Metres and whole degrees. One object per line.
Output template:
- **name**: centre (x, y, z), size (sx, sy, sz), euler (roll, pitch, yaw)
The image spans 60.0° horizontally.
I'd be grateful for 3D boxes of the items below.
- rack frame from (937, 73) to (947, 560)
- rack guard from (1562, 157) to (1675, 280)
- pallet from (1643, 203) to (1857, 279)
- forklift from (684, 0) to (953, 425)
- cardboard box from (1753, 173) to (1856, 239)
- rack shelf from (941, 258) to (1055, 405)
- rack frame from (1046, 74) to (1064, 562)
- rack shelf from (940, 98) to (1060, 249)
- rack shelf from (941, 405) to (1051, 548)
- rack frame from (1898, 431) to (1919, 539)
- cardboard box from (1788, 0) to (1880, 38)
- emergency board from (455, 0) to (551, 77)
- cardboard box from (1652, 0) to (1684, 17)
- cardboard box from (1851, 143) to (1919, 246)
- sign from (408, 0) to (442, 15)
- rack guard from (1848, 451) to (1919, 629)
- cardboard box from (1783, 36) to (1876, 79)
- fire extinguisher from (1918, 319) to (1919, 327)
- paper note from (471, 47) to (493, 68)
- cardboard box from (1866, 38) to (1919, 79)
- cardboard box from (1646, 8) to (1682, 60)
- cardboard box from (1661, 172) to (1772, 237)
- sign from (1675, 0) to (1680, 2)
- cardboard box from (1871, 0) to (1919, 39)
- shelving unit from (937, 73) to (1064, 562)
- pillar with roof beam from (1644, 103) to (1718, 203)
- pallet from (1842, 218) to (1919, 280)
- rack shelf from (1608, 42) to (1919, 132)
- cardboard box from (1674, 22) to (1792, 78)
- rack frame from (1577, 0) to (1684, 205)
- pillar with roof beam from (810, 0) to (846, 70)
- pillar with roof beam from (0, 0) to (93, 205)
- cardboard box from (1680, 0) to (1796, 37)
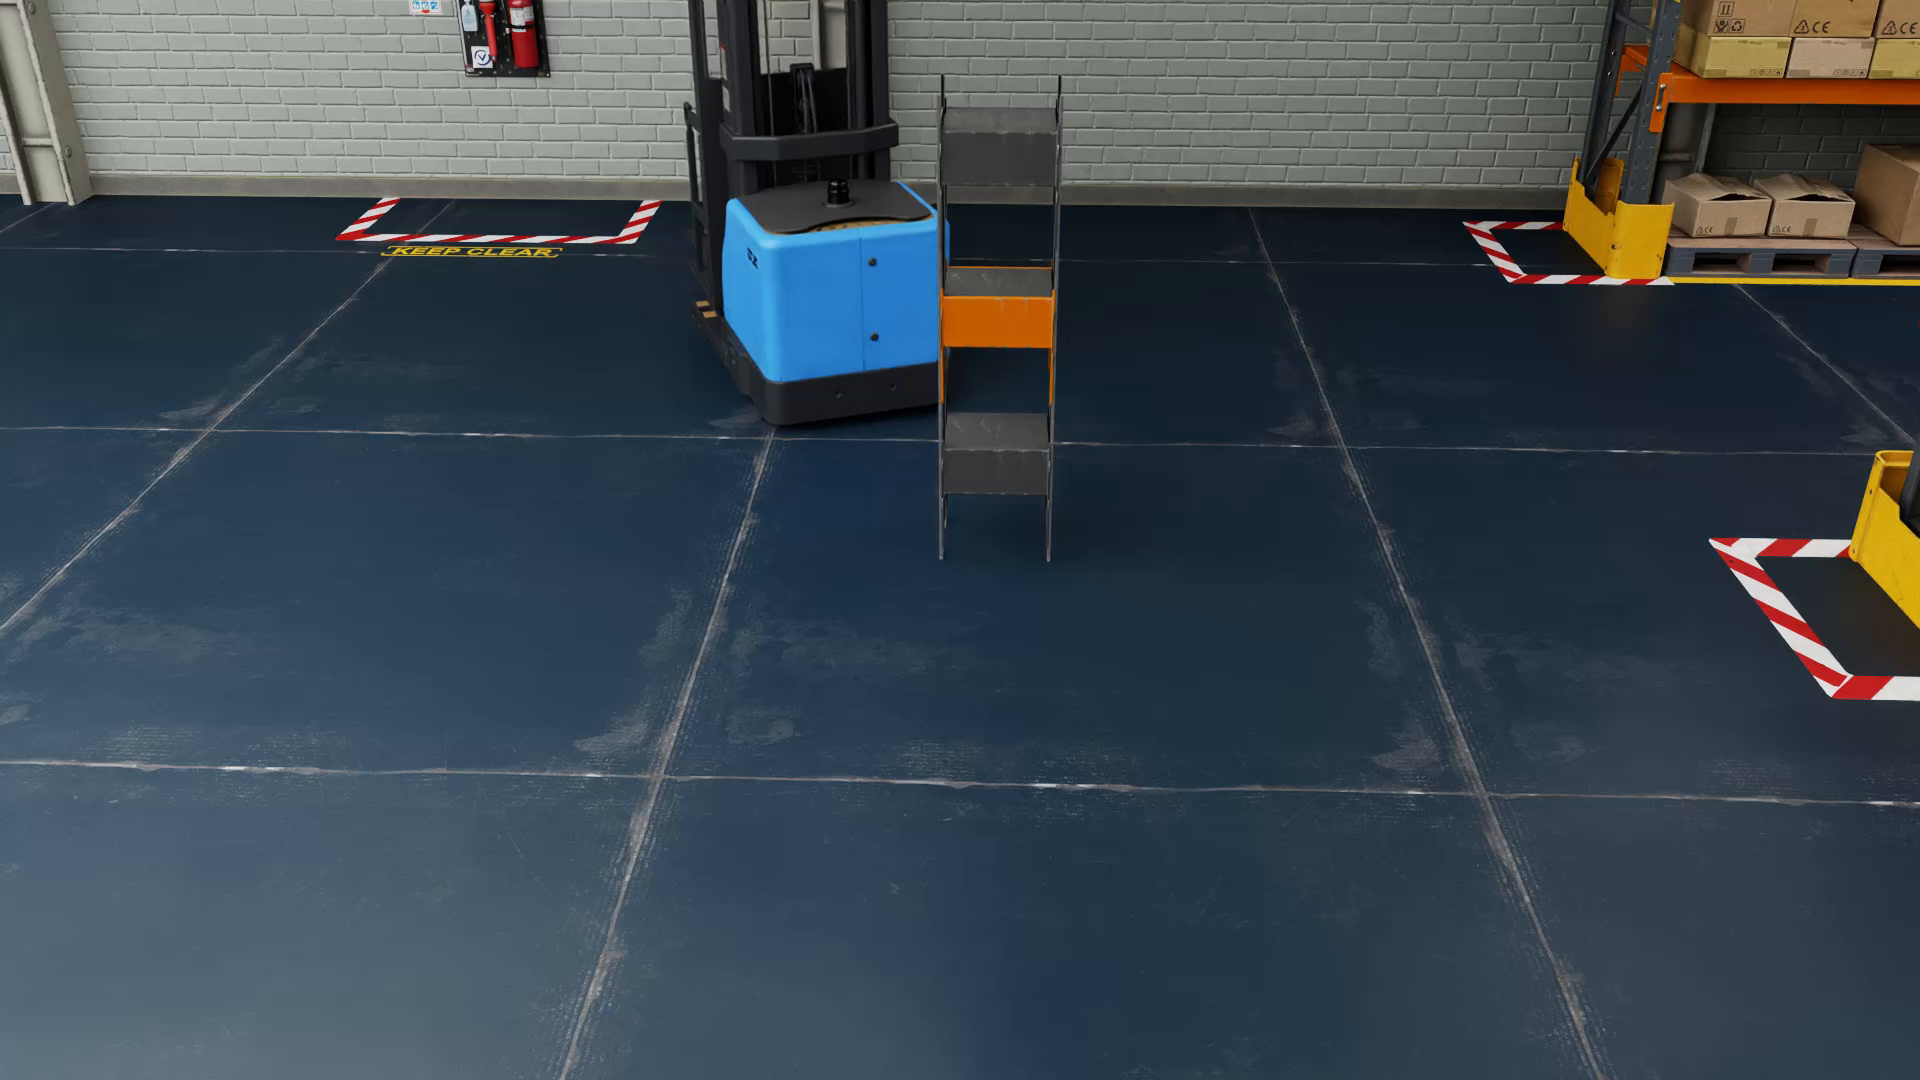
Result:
- **rack frame**: centre (-0.078, -0.929, 7.261), size (0.015, 2.100, 0.400), euler (1, 28, 2)
- **rack guard**: centre (4.496, -2.220, 11.404), size (0.348, 0.500, 1.175), euler (1, 28, 2)
- **pallet**: centre (5.307, -2.063, 11.415), size (1.213, 0.211, 1.003), euler (1, 28, 2)
- **forklift**: centre (-1.014, -2.570, 9.469), size (1.130, 2.935, 3.031), euler (-10, 29, -17)
- **cardboard box**: centre (5.678, -2.269, 11.229), size (0.500, 0.311, 0.500), euler (3, 28, 6)
- **rack shelf**: centre (0.165, -0.913, 7.259), size (0.480, 0.518, 0.431), euler (1, 28, 2)
- **rack frame**: centre (0.409, -0.921, 7.245), size (0.015, 2.100, 0.400), euler (1, 28, 2)
- **rack shelf**: centre (0.165, -1.531, 6.932), size (0.480, 0.518, 0.431), euler (1, 28, 2)
- **rack shelf**: centre (0.165, -0.294, 7.587), size (0.480, 0.518, 0.431), euler (1, 28, 2)
- **rack frame**: centre (4.249, -1.007, 6.447), size (0.127, 3.000, 1.000), euler (1, 28, 2)
- **cardboard box**: centre (5.380, -3.438, 10.372), size (0.500, 0.500, 0.500), euler (1, 28, 2)
- **emergency board**: centre (-3.314, -3.877, 11.861), size (0.643, 1.169, 0.194), euler (1, 28, 2)
- **cardboard box**: centre (4.899, -3.691, 10.849), size (0.500, 0.500, 0.500), euler (1, 28, 1)
- **cardboard box**: centre (6.410, -2.317, 11.118), size (0.500, 0.500, 0.700), euler (-1, 28, -1)
- **sign**: centre (-3.863, -3.950, 11.961), size (0.234, 0.329, 0.001), euler (1, 28, 2)
- **rack guard**: centre (4.225, 0.097, 7.033), size (0.348, 0.500, 1.175), euler (1, 28, 2)
- **cardboard box**: centre (5.416, -3.110, 10.553), size (0.500, 0.250, 0.500), euler (0, 28, 0)
- **fire extinguisher**: centre (4.148, -1.192, 6.879), size (0.183, 0.674, 0.296), euler (1, 28, 2)
- **paper note**: centre (-3.489, -3.523, 12.134), size (0.142, 0.148, 0.016), euler (1, 28, 2)
- **cardboard box**: centre (5.925, -3.099, 10.531), size (0.500, 0.250, 0.500), euler (1, 28, 1)
- **cardboard box**: centre (4.894, -3.351, 11.008), size (0.500, 0.250, 0.500), euler (1, 28, 3)
- **cardboard box**: centre (5.109, -2.279, 11.247), size (0.500, 0.311, 0.500), euler (-2, 28, -4)
- **sign**: centre (4.401, -3.454, 10.139), size (0.005, 0.325, 0.100), euler (1, 28, 2)
- **cardboard box**: centre (5.897, -3.427, 10.350), size (0.500, 0.500, 0.500), euler (0, 28, 0)
- **shelving unit**: centre (0.165, -0.925, 7.253), size (0.503, 2.100, 0.431), euler (1, 28, 2)
- **pillar with roof beam**: centre (4.999, -4.355, 6.357), size (0.400, 9.000, 9.100), euler (1, 28, 2)
- **pallet**: centre (6.523, -2.041, 11.375), size (1.213, 0.211, 1.003), euler (1, 28, 2)
- **rack shelf**: centre (6.419, -2.975, 10.927), size (4.000, 0.370, 1.077), euler (1, 28, 2)
- **cardboard box**: centre (4.897, -3.112, 10.556), size (0.500, 0.250, 0.500), euler (0, 28, 0)
- **rack frame**: centre (4.420, -3.326, 10.821), size (0.127, 3.000, 1.000), euler (1, 28, 2)
- **pillar with roof beam**: centre (-0.998, -4.454, 6.544), size (0.400, 9.000, 9.100), euler (1, 28, 2)
- **pillar with roof beam**: centre (-6.994, -4.553, 6.731), size (0.400, 9.000, 9.100), euler (1, 28, 2)
- **cardboard box**: centre (4.887, -3.451, 10.396), size (0.500, 0.500, 0.500), euler (1, 28, 2)
